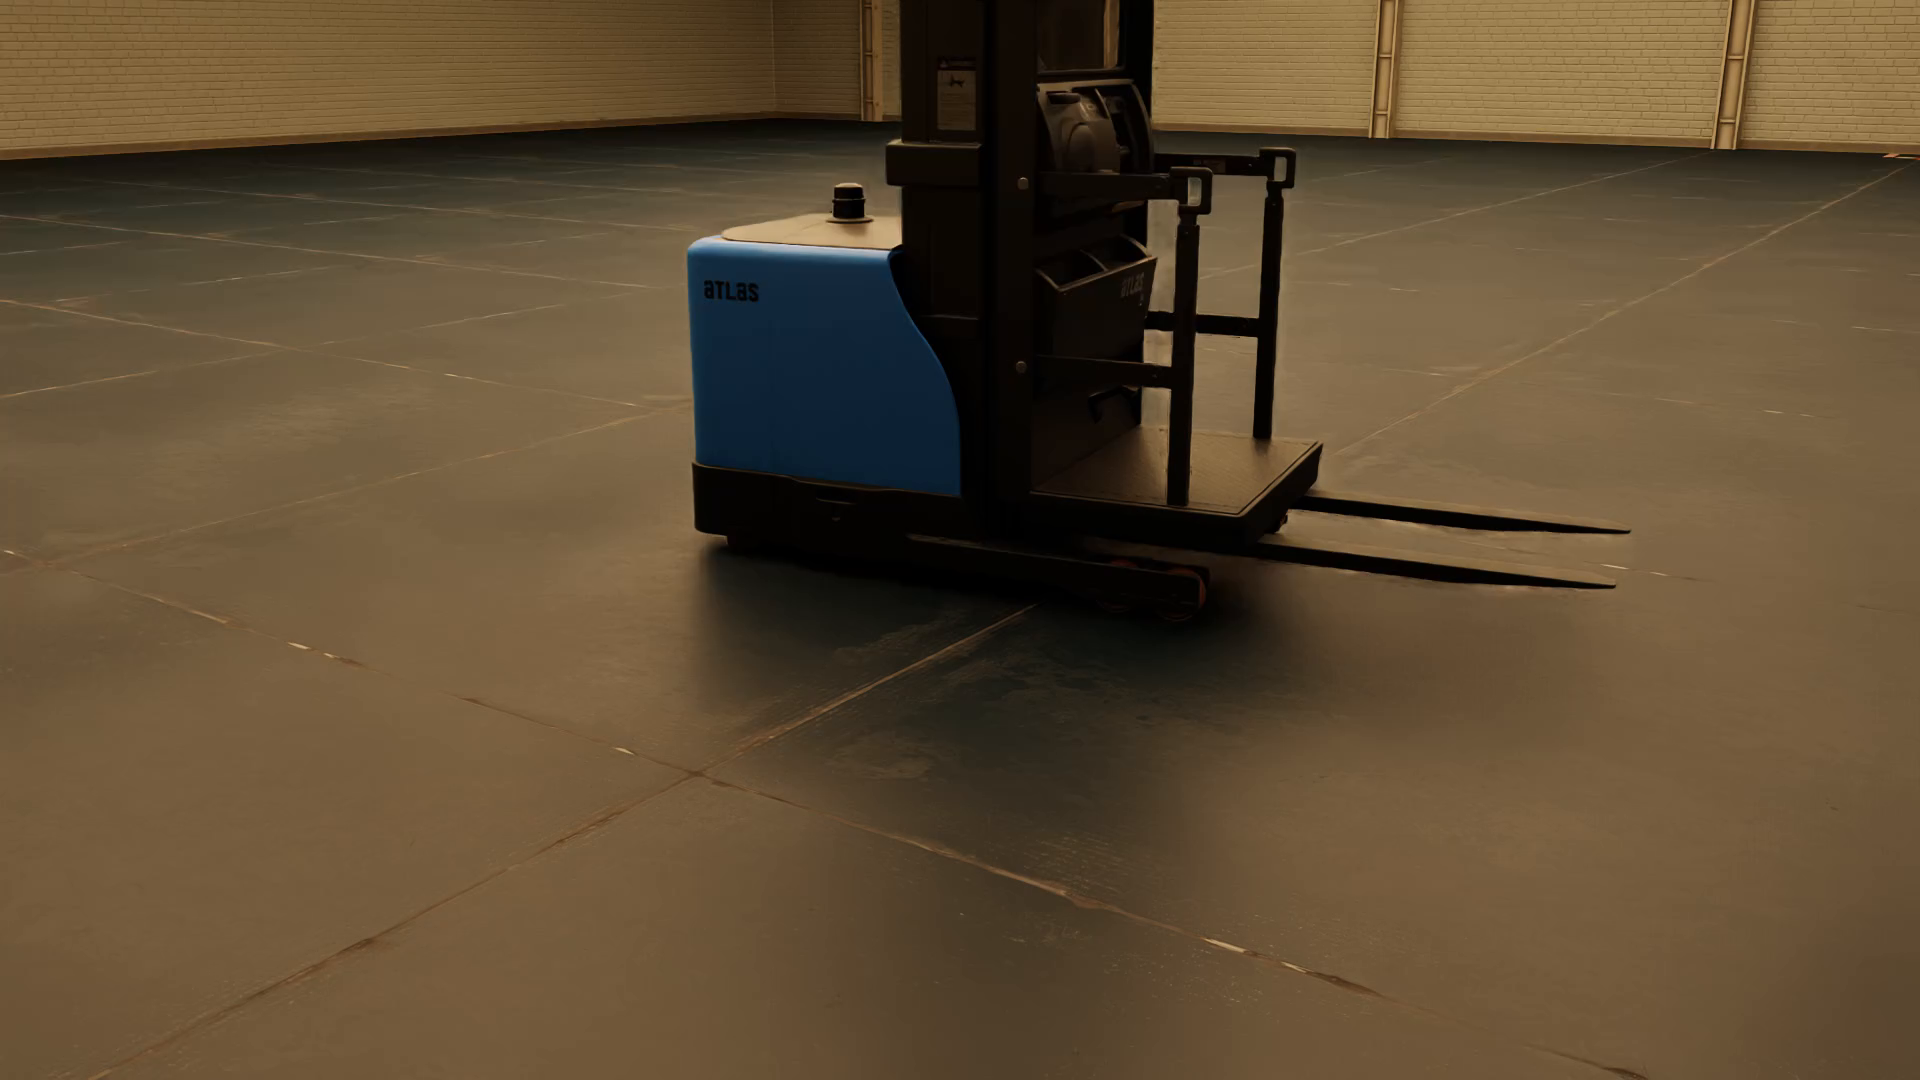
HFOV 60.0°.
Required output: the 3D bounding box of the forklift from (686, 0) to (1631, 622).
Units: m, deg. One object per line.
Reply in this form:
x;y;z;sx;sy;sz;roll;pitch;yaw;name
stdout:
0.625;-1.326;5.266;3.031;2.935;1.130;7;18;24;forklift
